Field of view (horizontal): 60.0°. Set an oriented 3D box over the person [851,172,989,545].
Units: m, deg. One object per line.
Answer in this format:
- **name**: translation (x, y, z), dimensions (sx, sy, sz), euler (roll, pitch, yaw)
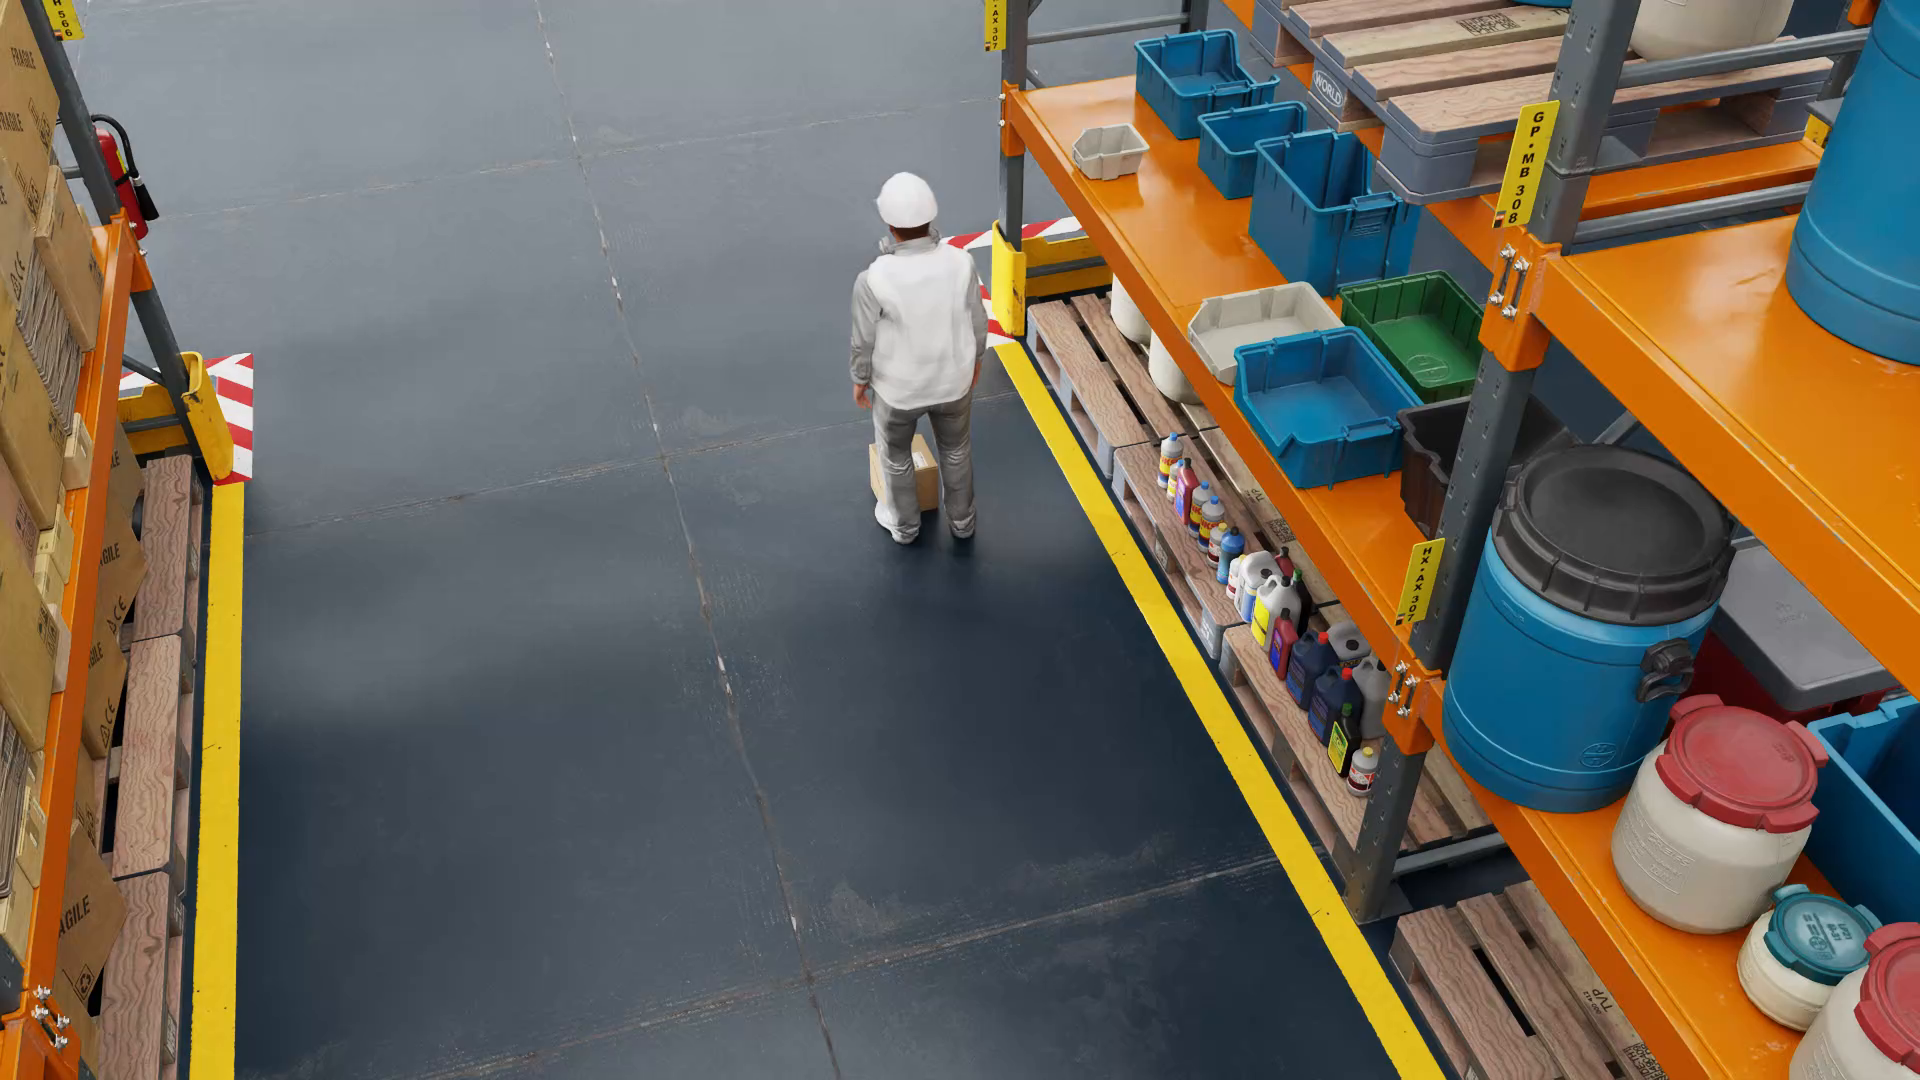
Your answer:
- **person**: translation (-0.169, -0.696, 6.914), dimensions (0.580, 1.772, 0.462), euler (-12, 43, -13)
